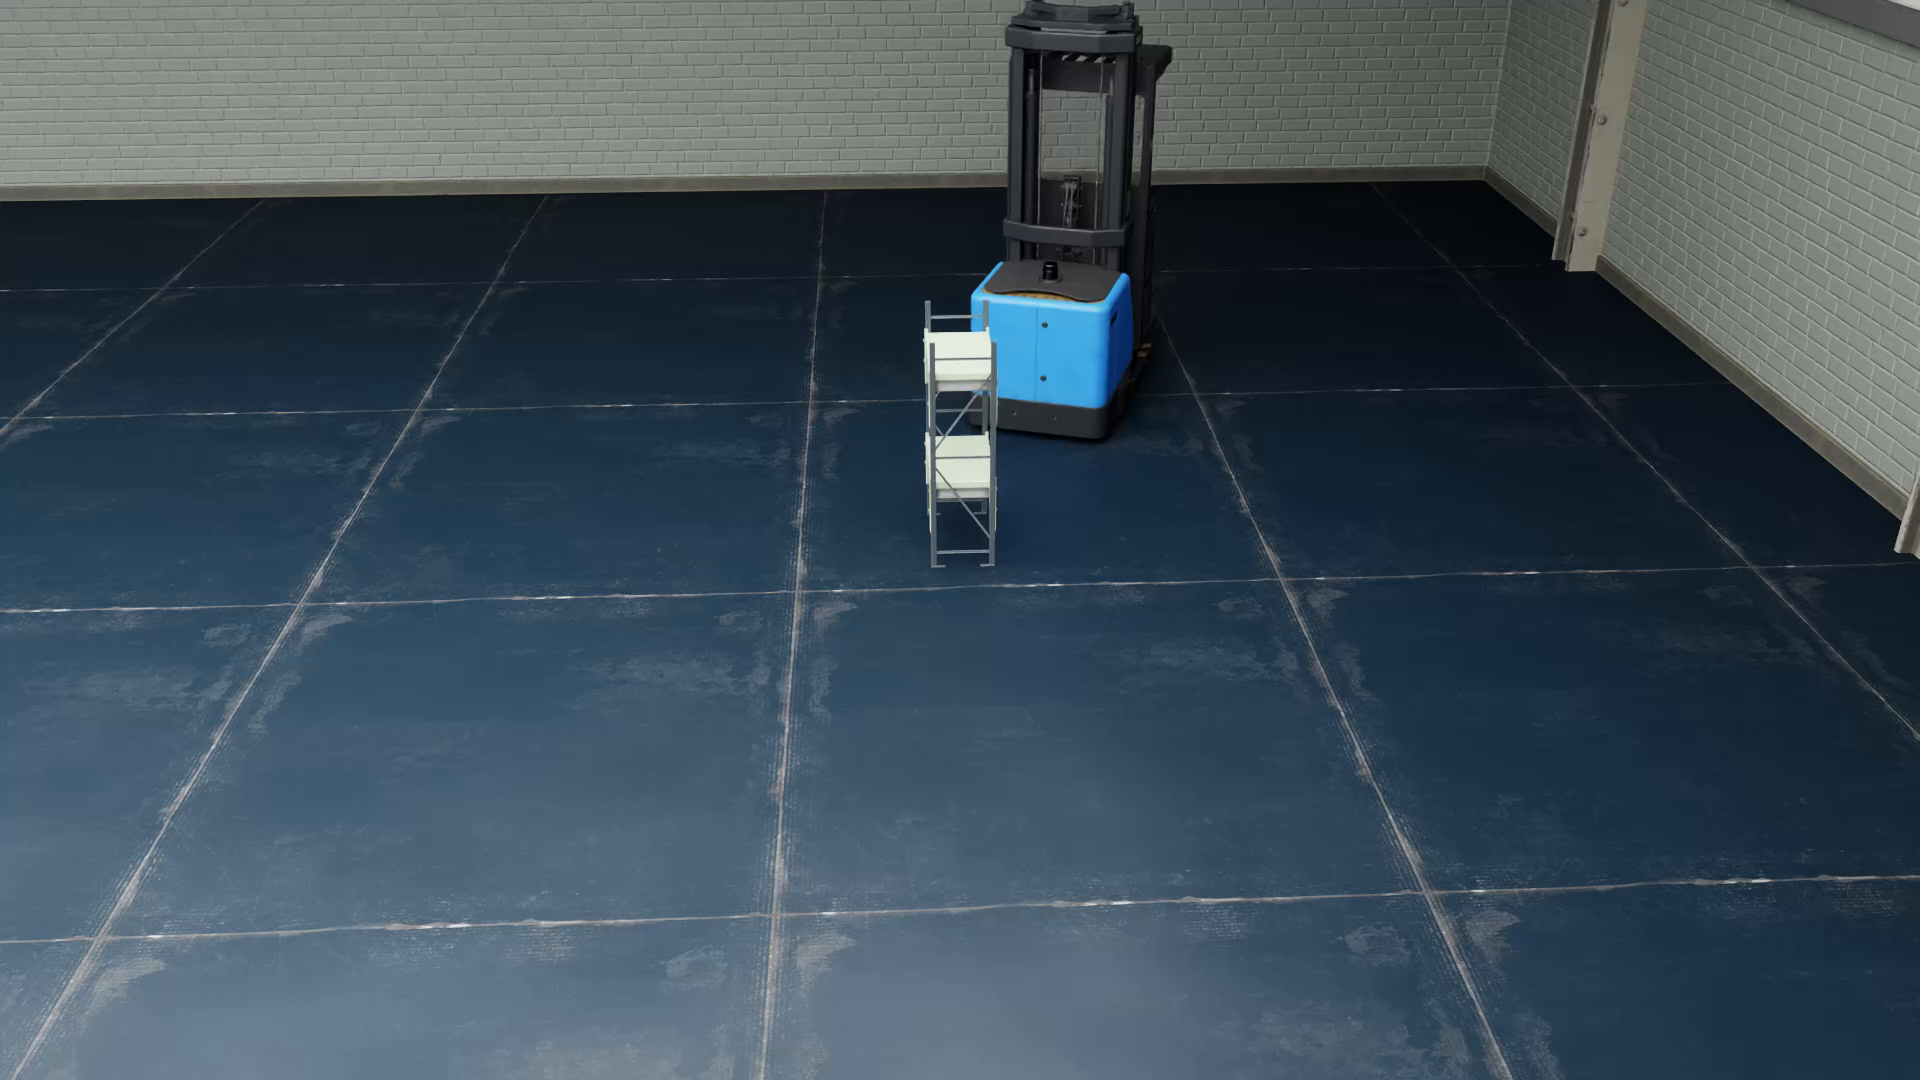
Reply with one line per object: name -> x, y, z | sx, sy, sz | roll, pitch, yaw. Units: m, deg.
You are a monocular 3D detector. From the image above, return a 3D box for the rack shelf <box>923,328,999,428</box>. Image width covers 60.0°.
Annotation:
rack shelf -> 0.000, -1.014, 10.291 | 0.431, 0.370, 0.720 | -1, 28, -3

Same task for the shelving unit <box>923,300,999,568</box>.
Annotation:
shelving unit -> 0.000, -0.668, 10.471 | 0.431, 1.500, 0.755 | -1, 28, -3

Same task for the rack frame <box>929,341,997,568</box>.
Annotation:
rack frame -> 0.019, -0.499, 10.147 | 0.400, 1.500, 0.023 | -1, 28, -3

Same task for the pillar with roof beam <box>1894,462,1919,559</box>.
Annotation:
pillar with roof beam -> 1.873, -3.742, 8.255 | 9.100, 9.000, 0.400 | -1, 28, -3

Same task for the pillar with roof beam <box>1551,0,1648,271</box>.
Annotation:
pillar with roof beam -> 1.559, -6.513, 13.568 | 9.100, 9.000, 0.400 | -1, 28, -3

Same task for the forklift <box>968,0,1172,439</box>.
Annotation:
forklift -> 0.964, -2.697, 12.814 | 1.130, 2.935, 3.031 | 8, 29, 14

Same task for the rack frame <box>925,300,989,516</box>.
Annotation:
rack frame -> -0.019, -0.837, 10.795 | 0.400, 1.500, 0.023 | -1, 28, -3

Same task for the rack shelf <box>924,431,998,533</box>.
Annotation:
rack shelf -> 0.000, -0.379, 10.622 | 0.431, 0.370, 0.720 | -1, 28, -3
